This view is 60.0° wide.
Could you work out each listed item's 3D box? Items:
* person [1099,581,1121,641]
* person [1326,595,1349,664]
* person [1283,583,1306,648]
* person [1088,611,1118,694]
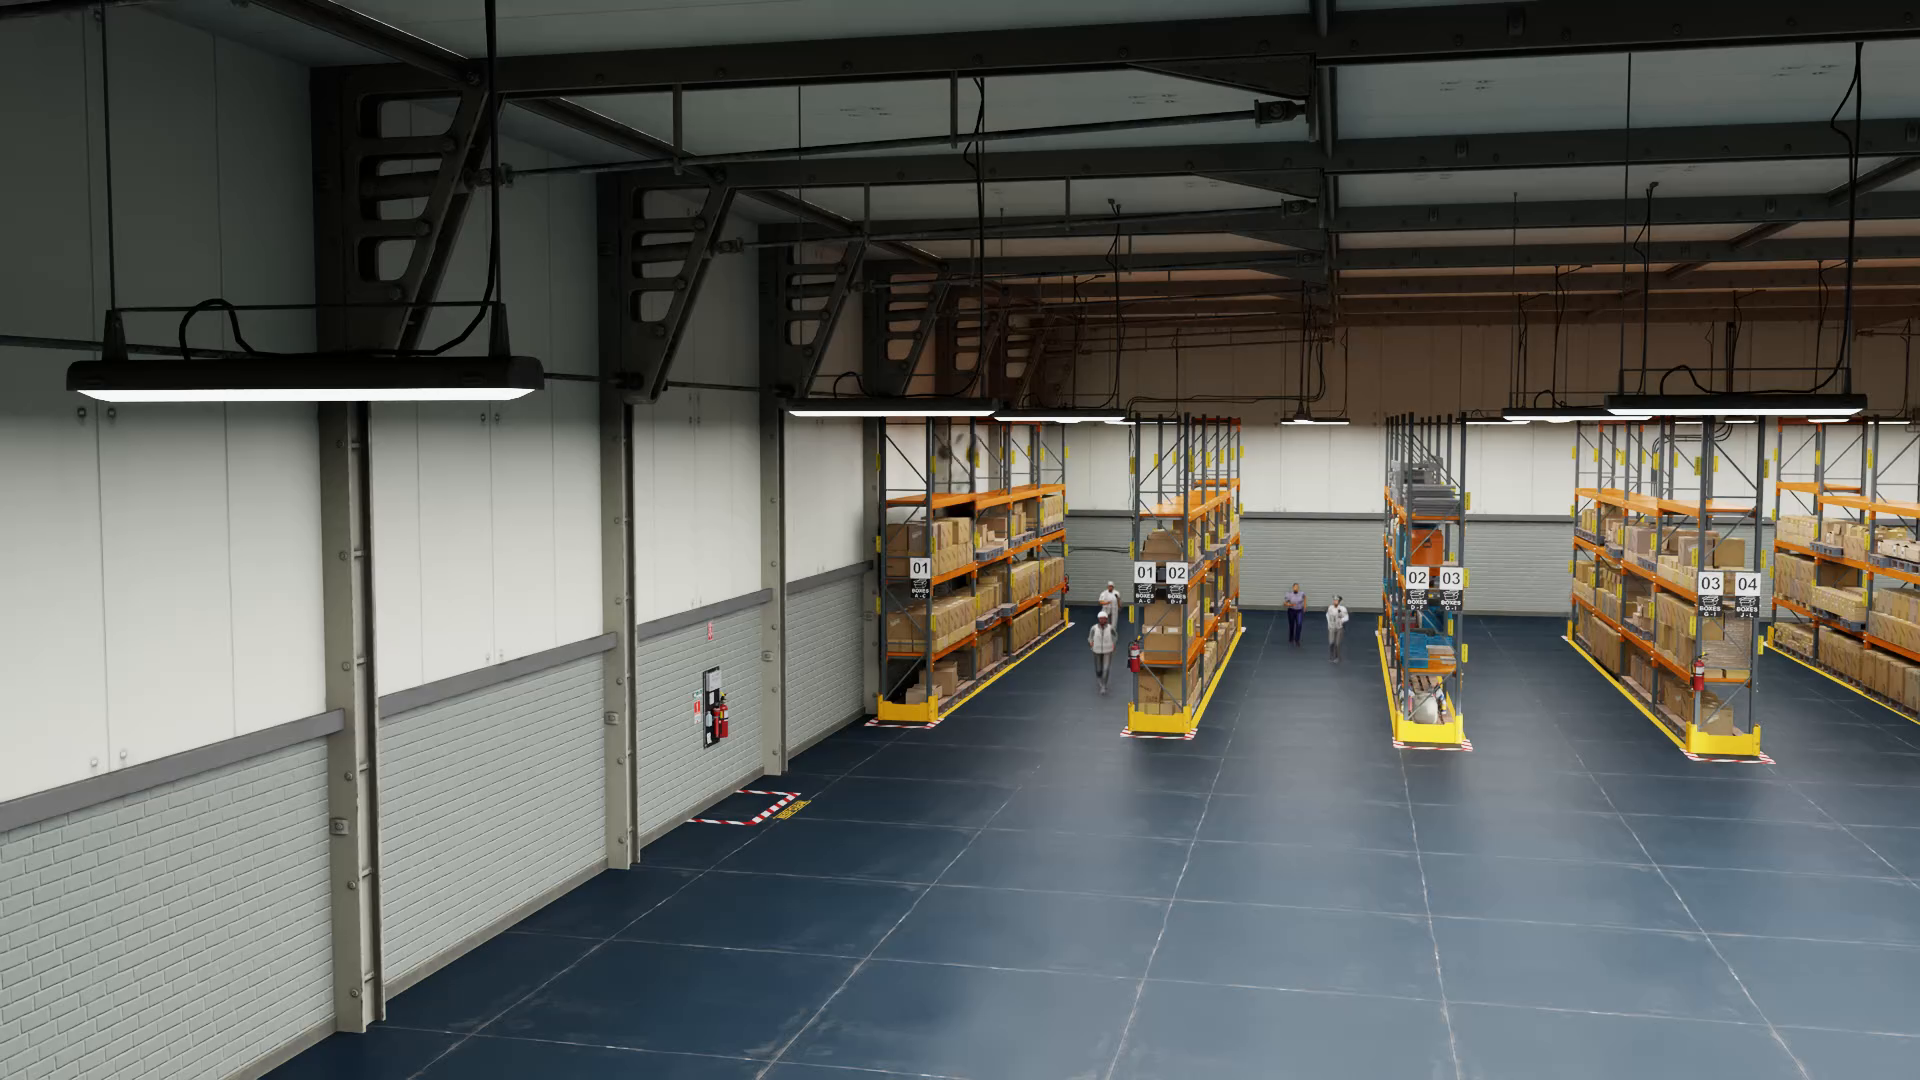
[{"bbox_3d":[3.945,1.915,43.684,0.598,1.669,0.933,0,4,1],"label":"person"},{"bbox_3d":[9.115,2.166,40.293,0.574,1.690,0.650,2,4,24],"label":"person"},{"bbox_3d":[8.790,1.972,43.662,0.627,1.663,0.936,0,4,1],"label":"person"},{"bbox_3d":[3.102,2.409,36.075,0.651,1.754,0.876,1,4,7],"label":"person"}]
